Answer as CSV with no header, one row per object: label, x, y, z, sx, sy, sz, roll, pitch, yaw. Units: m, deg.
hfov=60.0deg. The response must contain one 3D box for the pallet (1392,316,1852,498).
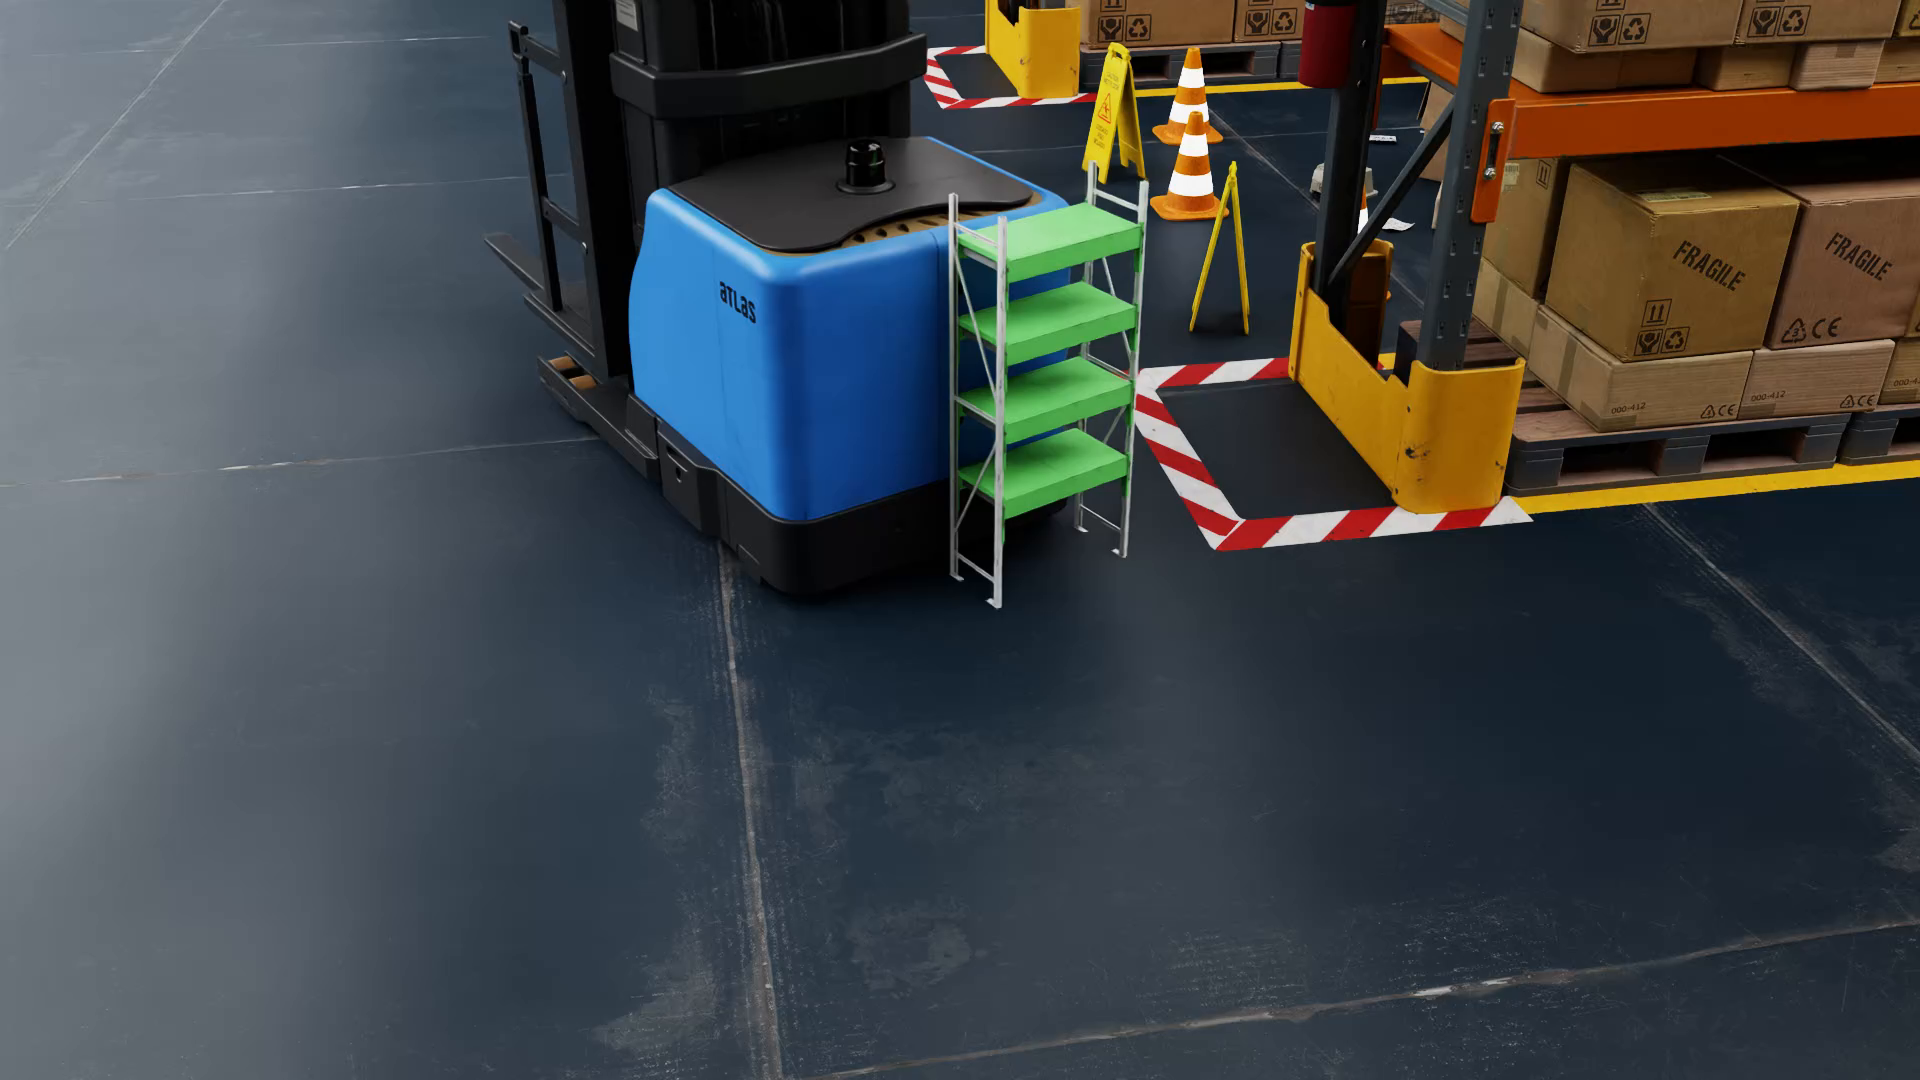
pallet,2.318,-0.533,5.948,1.213,0.211,1.003,-5,31,-9

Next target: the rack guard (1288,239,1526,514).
rack guard,1.512,-0.601,5.778,0.348,0.500,1.175,-5,31,-9

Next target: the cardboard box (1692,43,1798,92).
cardboard box,2.330,-1.505,5.098,0.250,0.149,0.380,-6,31,-11

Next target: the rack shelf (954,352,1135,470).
rack shelf,0.243,-0.381,4.841,0.480,0.148,0.258,-20,36,-31

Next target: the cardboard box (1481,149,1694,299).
cardboard box,2.178,-1.193,5.879,0.500,0.500,0.500,-5,31,-9

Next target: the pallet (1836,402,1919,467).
pallet,3.515,-0.642,6.134,1.213,0.211,1.003,-5,31,-9

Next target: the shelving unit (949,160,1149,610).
shelving unit,0.243,-0.436,4.808,0.503,1.200,0.258,-20,36,-31

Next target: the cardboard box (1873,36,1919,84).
cardboard box,2.836,-1.545,5.167,0.250,0.149,0.380,-5,31,-8

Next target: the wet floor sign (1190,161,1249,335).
wet floor sign,1.058,-1.173,6.608,0.232,0.644,0.267,5,31,8

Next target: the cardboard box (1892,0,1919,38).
cardboard box,2.963,-1.844,5.034,0.500,0.500,0.500,-6,31,-10

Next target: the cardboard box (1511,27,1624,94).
cardboard box,1.809,-1.491,5.074,0.250,0.149,0.380,-5,31,-9

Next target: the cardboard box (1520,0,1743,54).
cardboard box,1.953,-1.748,4.871,0.500,0.500,0.500,-6,31,-10

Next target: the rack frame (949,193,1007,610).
rack frame,0.046,-0.364,4.685,0.015,1.200,0.240,-20,36,-31

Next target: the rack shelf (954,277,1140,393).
rack shelf,0.243,-0.588,4.719,0.480,0.148,0.258,-20,36,-31

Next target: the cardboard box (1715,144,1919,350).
cardboard box,2.817,-0.978,5.513,0.500,0.500,0.500,-6,31,-11

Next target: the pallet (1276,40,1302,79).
pallet,2.416,-3.150,10.398,1.213,0.211,1.003,-5,31,-9

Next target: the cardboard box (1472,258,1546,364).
cardboard box,2.208,-0.877,6.081,0.500,0.250,0.500,-5,31,-9

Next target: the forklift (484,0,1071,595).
forklift,-0.888,-1.807,5.431,1.130,2.935,3.031,-19,35,-28

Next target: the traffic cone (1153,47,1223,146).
traffic cone,1.225,-2.377,8.836,0.334,0.463,0.336,-5,31,-9

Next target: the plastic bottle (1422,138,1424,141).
plastic bottle,2.586,-2.103,8.766,0.283,0.061,0.133,-17,34,-26

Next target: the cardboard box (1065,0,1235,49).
cardboard box,1.102,-3.490,9.908,0.875,0.875,0.875,-5,31,-9

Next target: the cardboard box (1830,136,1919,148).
cardboard box,3.189,-1.285,6.035,0.500,0.500,0.500,-6,31,-10

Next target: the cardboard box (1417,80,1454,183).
cardboard box,2.709,-2.018,8.185,0.797,0.503,0.637,23,37,33

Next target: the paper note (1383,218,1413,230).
paper note,2.009,-1.470,7.720,0.142,0.019,0.148,-17,34,-26

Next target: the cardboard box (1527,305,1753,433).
cardboard box,2.281,-0.603,5.614,0.500,0.250,0.500,-6,31,-9

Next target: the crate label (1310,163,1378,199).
crate label,1.856,-1.745,8.082,0.298,0.136,0.250,-23,38,-34

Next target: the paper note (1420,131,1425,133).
paper note,2.549,-2.202,8.984,0.123,0.001,0.032,10,32,17

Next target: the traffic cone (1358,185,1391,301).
traffic cone,1.628,-1.260,6.937,0.334,0.463,0.336,-5,31,-9

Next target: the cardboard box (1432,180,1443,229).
cardboard box,2.362,-1.569,7.772,0.250,0.149,0.380,10,32,17

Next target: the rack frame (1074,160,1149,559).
rack frame,0.441,-0.509,4.932,0.015,1.200,0.240,-20,36,-31

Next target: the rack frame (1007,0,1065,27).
rack frame,0.446,-4.130,9.315,0.127,3.000,1.000,-5,31,-9

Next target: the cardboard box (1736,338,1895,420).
cardboard box,2.784,-0.646,5.687,0.500,0.250,0.500,-4,31,-7

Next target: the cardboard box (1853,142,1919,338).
cardboard box,3.312,-1.020,5.584,0.500,0.500,0.500,-5,31,-8

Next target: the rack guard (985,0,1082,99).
rack guard,0.423,-3.050,9.944,0.348,0.500,1.175,-5,31,-9

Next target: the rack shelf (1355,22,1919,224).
rack shelf,3.405,-1.544,5.626,4.000,0.370,1.077,-5,31,-9

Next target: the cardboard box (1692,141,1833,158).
cardboard box,2.691,-1.243,5.963,0.500,0.500,0.500,-4,31,-7

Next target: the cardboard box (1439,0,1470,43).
cardboard box,1.767,-1.704,5.436,0.250,0.149,0.380,-4,31,-7

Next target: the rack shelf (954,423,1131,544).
rack shelf,0.243,-0.174,4.963,0.480,0.148,0.258,-20,36,-31

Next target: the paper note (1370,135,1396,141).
paper note,2.254,-2.142,8.865,0.142,0.017,0.144,5,31,8

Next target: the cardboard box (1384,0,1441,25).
cardboard box,2.864,-3.654,10.186,0.875,0.875,0.875,-5,31,-9

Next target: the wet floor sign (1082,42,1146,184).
wet floor sign,0.775,-2.125,8.228,0.232,0.644,0.267,-11,32,-17

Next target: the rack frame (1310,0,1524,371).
rack frame,1.437,-1.671,5.133,0.127,3.000,1.000,-5,31,-9

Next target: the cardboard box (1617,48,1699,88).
cardboard box,2.055,-1.521,5.125,0.250,0.149,0.380,-5,31,-8

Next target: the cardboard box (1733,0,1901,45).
cardboard box,2.462,-1.796,4.954,0.500,0.500,0.500,-4,31,-7

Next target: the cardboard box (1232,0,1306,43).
cardboard box,1.967,-3.571,10.046,0.875,0.875,0.875,-6,31,-10

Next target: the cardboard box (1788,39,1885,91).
cardboard box,2.588,-1.505,5.098,0.250,0.149,0.380,-5,31,-8

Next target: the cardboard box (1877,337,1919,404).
cardboard box,3.319,-0.702,5.783,0.500,0.250,0.500,-3,31,-6

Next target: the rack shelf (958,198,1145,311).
rack shelf,0.243,-0.795,4.598,0.480,0.148,0.258,-20,36,-31

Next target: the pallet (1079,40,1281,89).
pallet,1.219,-3.040,10.212,1.213,0.211,1.003,-5,31,-9

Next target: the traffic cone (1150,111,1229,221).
traffic cone,1.094,-1.783,7.825,0.334,0.463,0.336,-5,31,-9

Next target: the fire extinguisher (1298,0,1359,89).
fire extinguisher,1.242,-1.857,5.526,0.183,0.674,0.296,-5,31,-9

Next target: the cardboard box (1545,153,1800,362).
cardboard box,2.304,-0.929,5.428,0.500,0.500,0.500,-6,31,-11
